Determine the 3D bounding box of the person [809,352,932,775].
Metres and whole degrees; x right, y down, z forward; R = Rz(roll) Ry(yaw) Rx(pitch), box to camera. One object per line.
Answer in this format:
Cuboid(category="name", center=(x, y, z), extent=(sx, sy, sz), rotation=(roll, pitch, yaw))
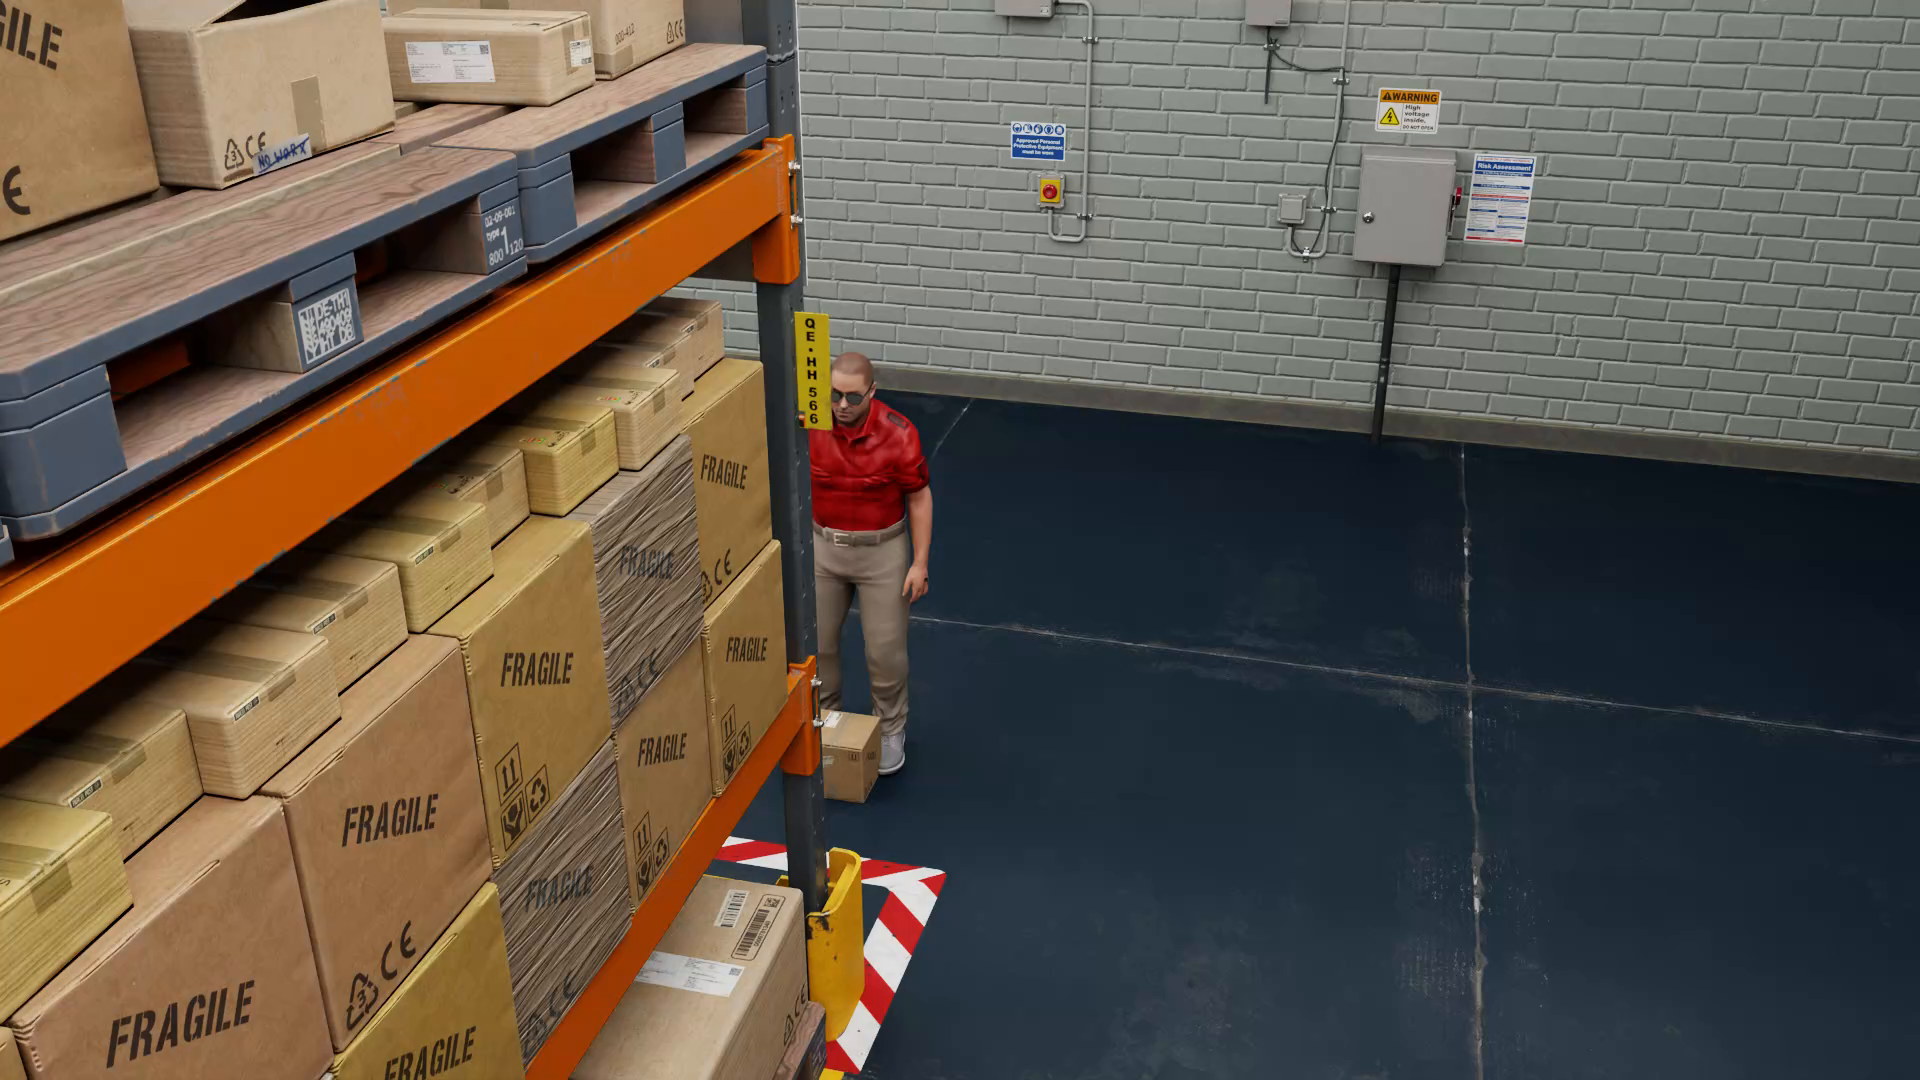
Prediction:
Cuboid(category="person", center=(-0.404, 0.076, 6.462), extent=(0.595, 1.727, 0.384), rotation=(6, 26, 12))
